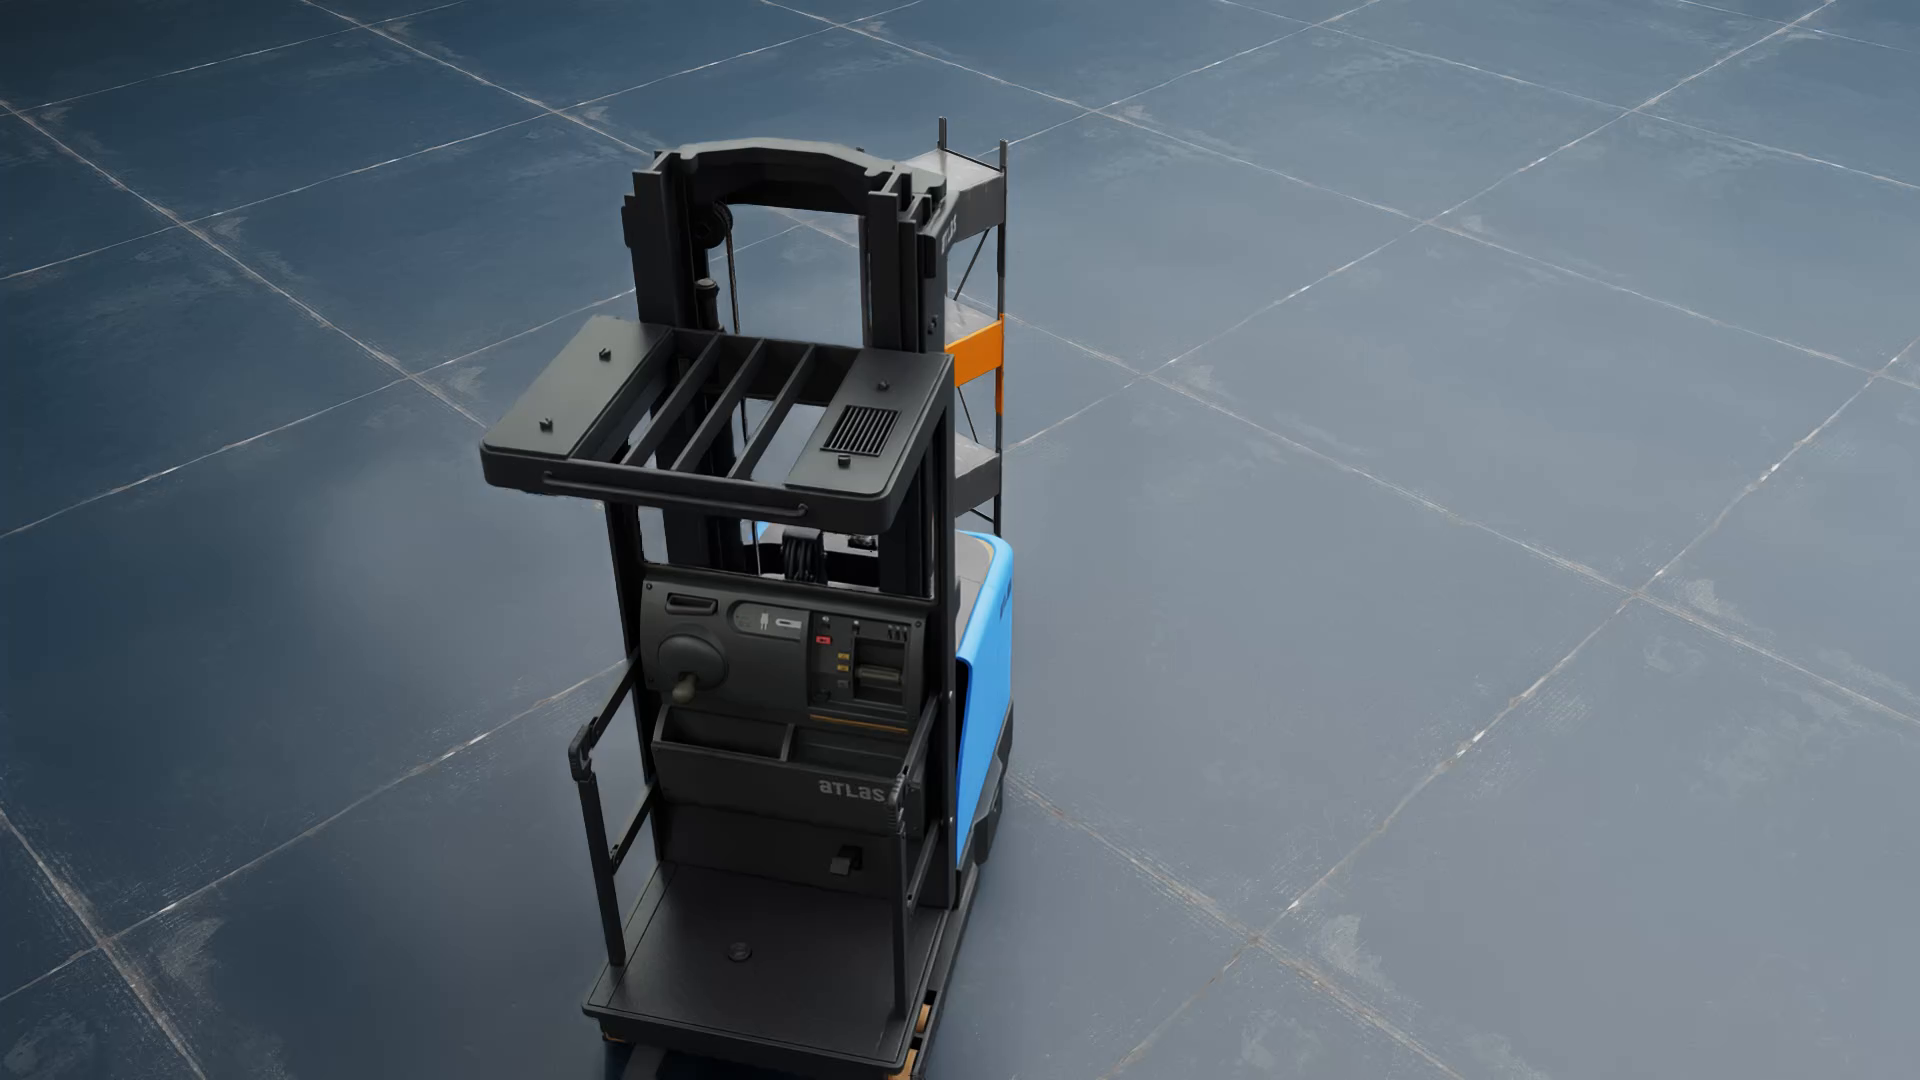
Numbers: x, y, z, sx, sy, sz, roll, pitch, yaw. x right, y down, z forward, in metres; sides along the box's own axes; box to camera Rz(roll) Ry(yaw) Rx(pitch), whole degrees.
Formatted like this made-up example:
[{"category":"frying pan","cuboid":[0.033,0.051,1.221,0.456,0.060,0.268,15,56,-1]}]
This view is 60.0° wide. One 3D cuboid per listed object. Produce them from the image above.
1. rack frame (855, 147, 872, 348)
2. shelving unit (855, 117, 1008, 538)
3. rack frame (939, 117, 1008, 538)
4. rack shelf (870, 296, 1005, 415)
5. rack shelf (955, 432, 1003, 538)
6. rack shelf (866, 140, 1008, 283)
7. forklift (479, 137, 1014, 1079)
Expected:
[{"category":"rack frame","cuboid":[-0.289,-0.695,7.411,0.400,2.100,0.015,30,45,35]},{"category":"shelving unit","cuboid":[-0.117,-0.794,7.553,0.431,2.100,0.503,30,45,35]},{"category":"rack frame","cuboid":[0.055,-0.893,7.695,0.400,2.100,0.015,30,45,35]},{"category":"rack shelf","cuboid":[-0.117,-0.783,7.561,0.431,0.518,0.480,30,45,35]},{"category":"rack shelf","cuboid":[-0.117,-0.209,7.961,0.431,0.518,0.480,30,45,35]},{"category":"rack shelf","cuboid":[-0.117,-1.357,7.160,0.431,0.518,0.480,30,45,35]},{"category":"forklift","cuboid":[-0.610,0.423,5.081,1.130,2.935,3.031,7,36,11]}]
